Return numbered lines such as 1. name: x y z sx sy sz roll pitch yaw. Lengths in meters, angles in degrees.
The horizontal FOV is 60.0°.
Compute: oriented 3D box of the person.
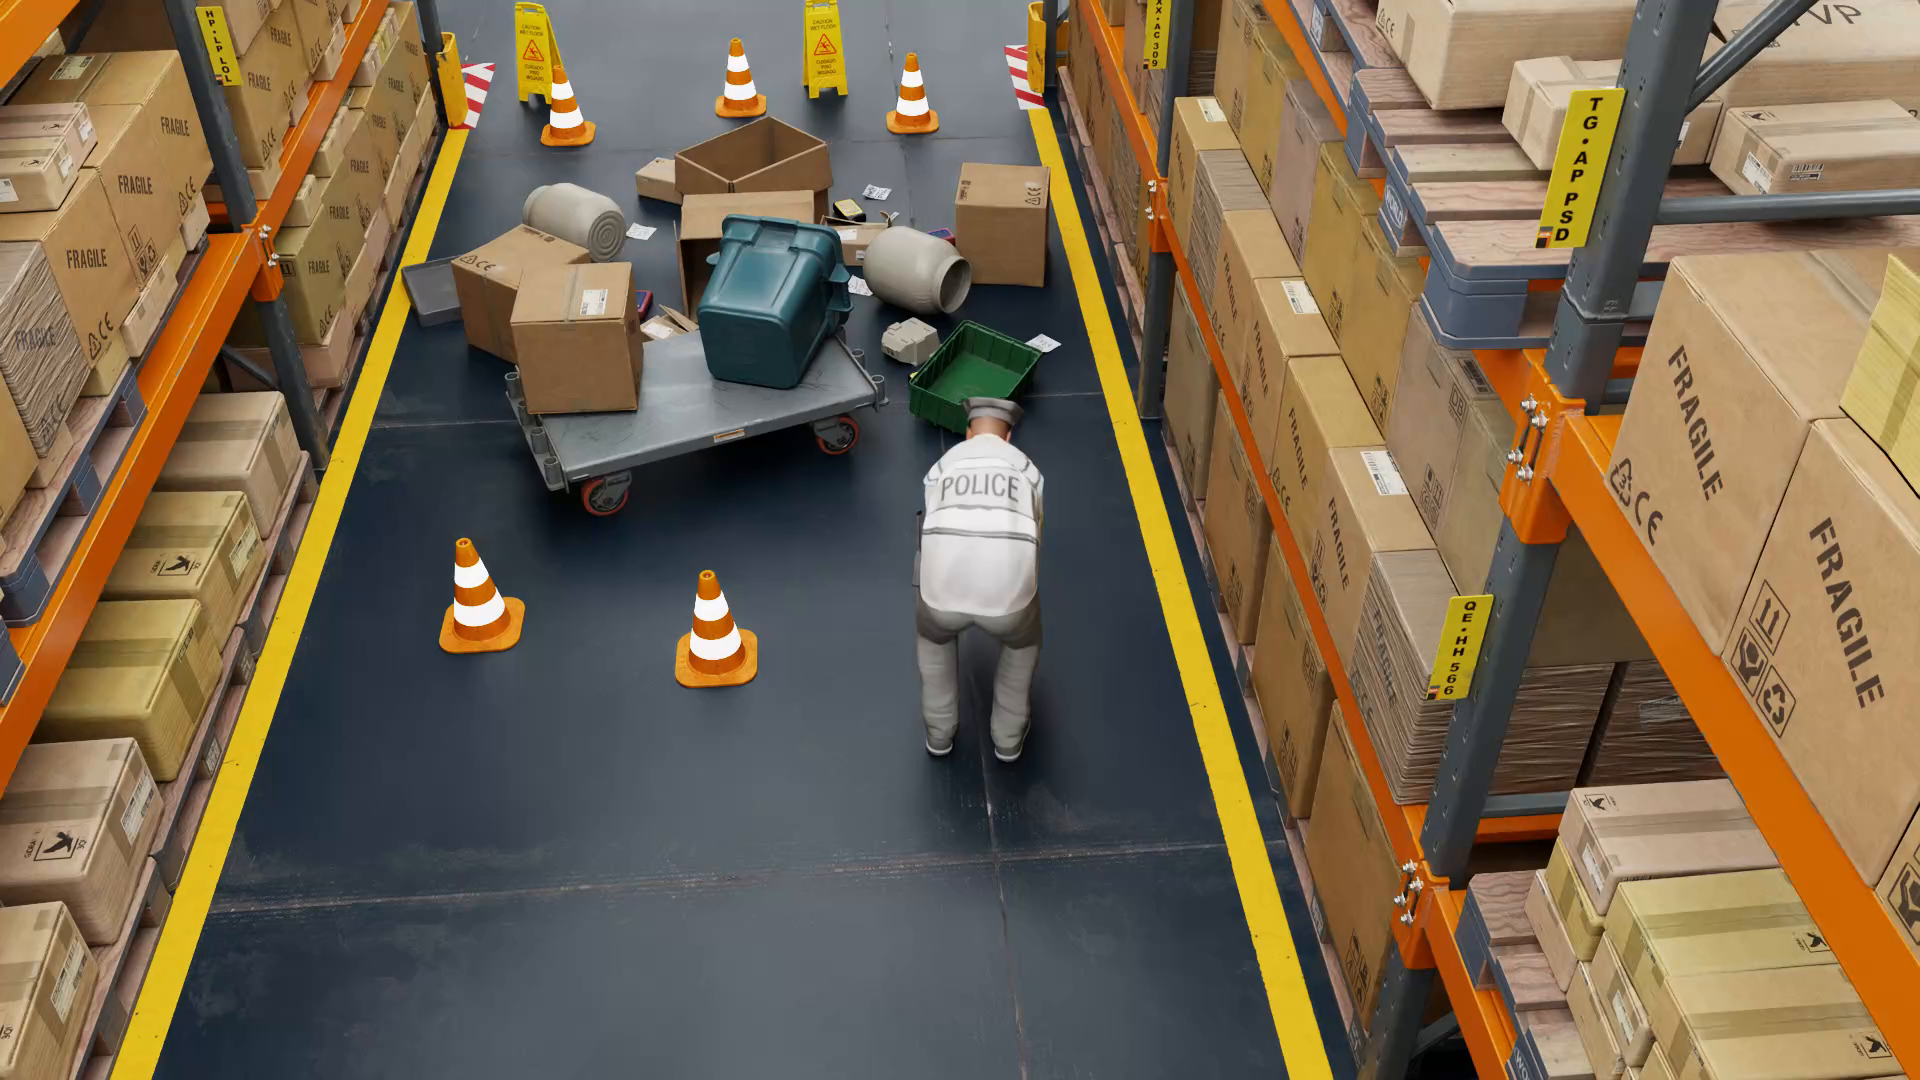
1. person: 0.090 0.153 6.406 0.490 1.196 1.038 3 39 4
